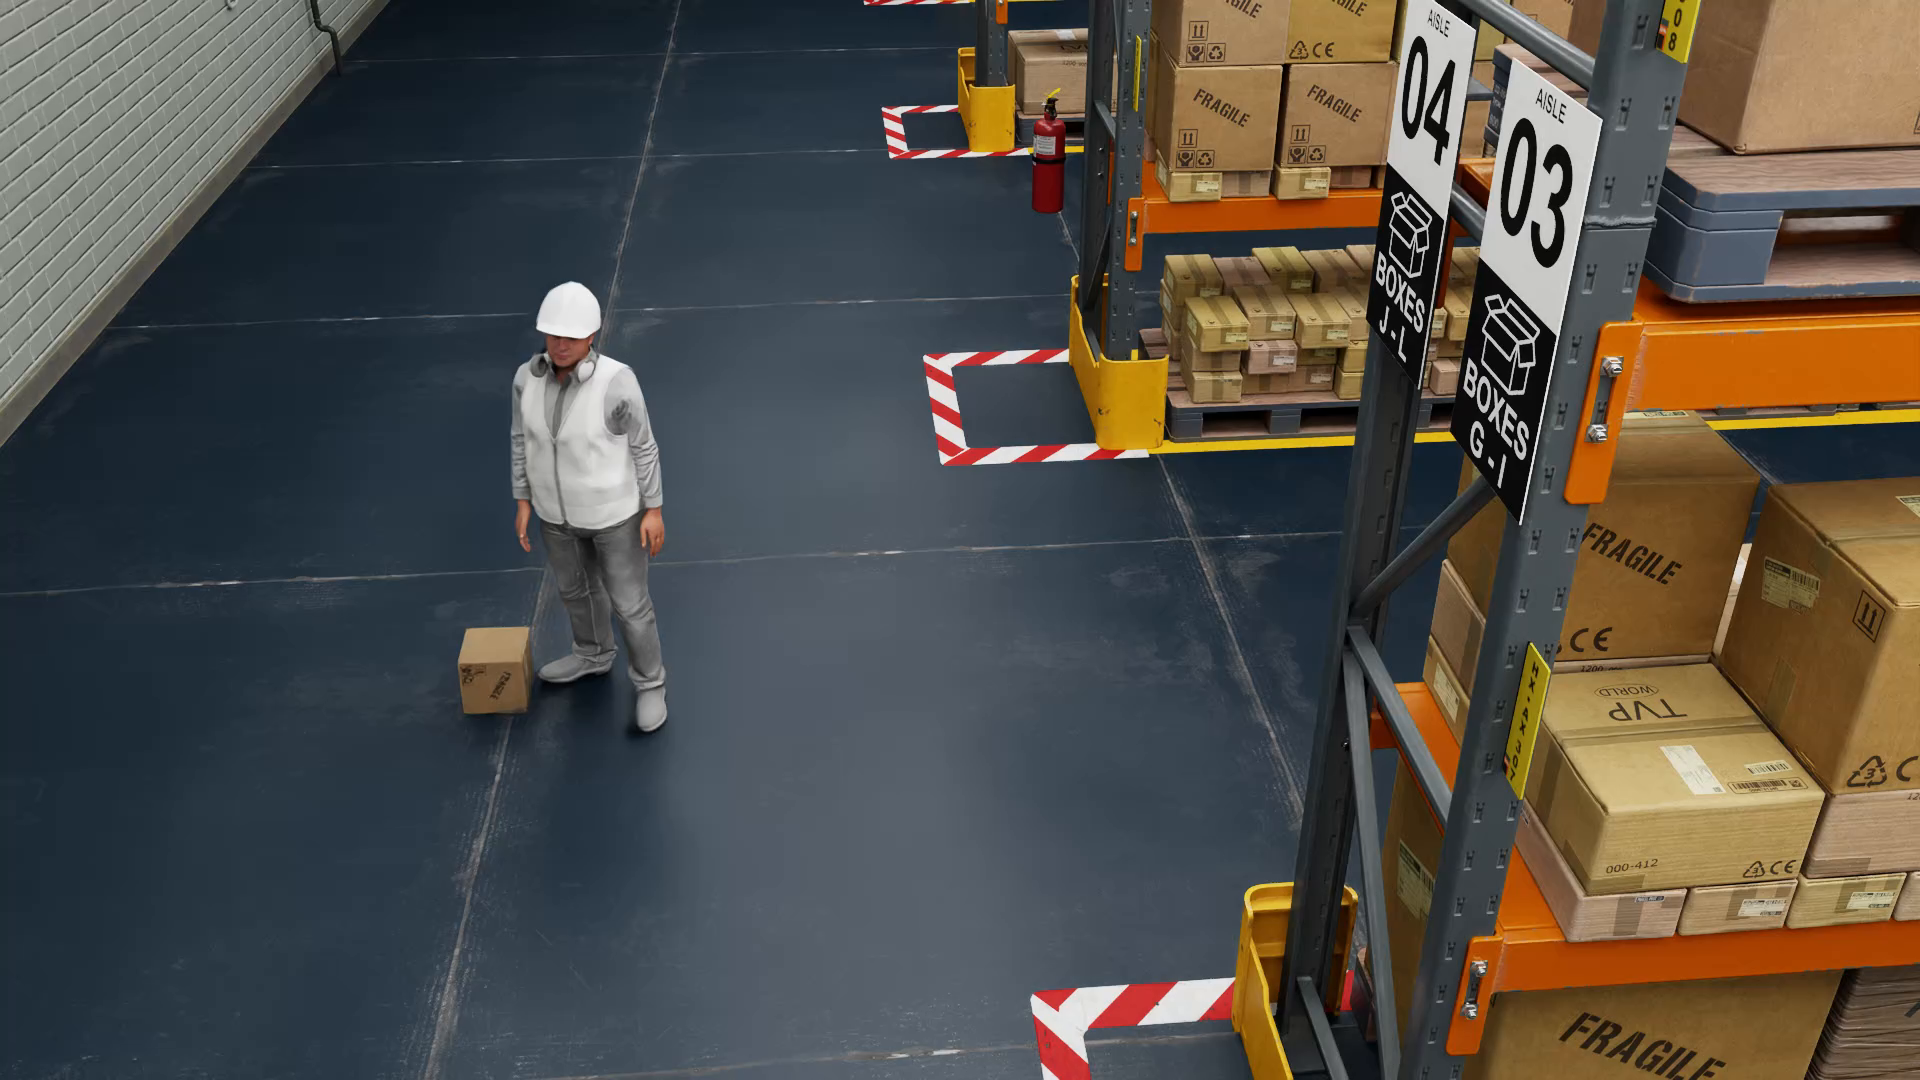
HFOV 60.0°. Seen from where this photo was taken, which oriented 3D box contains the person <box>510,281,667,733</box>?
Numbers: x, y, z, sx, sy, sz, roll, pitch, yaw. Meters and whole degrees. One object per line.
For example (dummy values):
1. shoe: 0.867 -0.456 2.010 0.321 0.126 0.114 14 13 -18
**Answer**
1. person: -1.427 -0.128 6.291 0.641 1.781 0.408 11 33 18
